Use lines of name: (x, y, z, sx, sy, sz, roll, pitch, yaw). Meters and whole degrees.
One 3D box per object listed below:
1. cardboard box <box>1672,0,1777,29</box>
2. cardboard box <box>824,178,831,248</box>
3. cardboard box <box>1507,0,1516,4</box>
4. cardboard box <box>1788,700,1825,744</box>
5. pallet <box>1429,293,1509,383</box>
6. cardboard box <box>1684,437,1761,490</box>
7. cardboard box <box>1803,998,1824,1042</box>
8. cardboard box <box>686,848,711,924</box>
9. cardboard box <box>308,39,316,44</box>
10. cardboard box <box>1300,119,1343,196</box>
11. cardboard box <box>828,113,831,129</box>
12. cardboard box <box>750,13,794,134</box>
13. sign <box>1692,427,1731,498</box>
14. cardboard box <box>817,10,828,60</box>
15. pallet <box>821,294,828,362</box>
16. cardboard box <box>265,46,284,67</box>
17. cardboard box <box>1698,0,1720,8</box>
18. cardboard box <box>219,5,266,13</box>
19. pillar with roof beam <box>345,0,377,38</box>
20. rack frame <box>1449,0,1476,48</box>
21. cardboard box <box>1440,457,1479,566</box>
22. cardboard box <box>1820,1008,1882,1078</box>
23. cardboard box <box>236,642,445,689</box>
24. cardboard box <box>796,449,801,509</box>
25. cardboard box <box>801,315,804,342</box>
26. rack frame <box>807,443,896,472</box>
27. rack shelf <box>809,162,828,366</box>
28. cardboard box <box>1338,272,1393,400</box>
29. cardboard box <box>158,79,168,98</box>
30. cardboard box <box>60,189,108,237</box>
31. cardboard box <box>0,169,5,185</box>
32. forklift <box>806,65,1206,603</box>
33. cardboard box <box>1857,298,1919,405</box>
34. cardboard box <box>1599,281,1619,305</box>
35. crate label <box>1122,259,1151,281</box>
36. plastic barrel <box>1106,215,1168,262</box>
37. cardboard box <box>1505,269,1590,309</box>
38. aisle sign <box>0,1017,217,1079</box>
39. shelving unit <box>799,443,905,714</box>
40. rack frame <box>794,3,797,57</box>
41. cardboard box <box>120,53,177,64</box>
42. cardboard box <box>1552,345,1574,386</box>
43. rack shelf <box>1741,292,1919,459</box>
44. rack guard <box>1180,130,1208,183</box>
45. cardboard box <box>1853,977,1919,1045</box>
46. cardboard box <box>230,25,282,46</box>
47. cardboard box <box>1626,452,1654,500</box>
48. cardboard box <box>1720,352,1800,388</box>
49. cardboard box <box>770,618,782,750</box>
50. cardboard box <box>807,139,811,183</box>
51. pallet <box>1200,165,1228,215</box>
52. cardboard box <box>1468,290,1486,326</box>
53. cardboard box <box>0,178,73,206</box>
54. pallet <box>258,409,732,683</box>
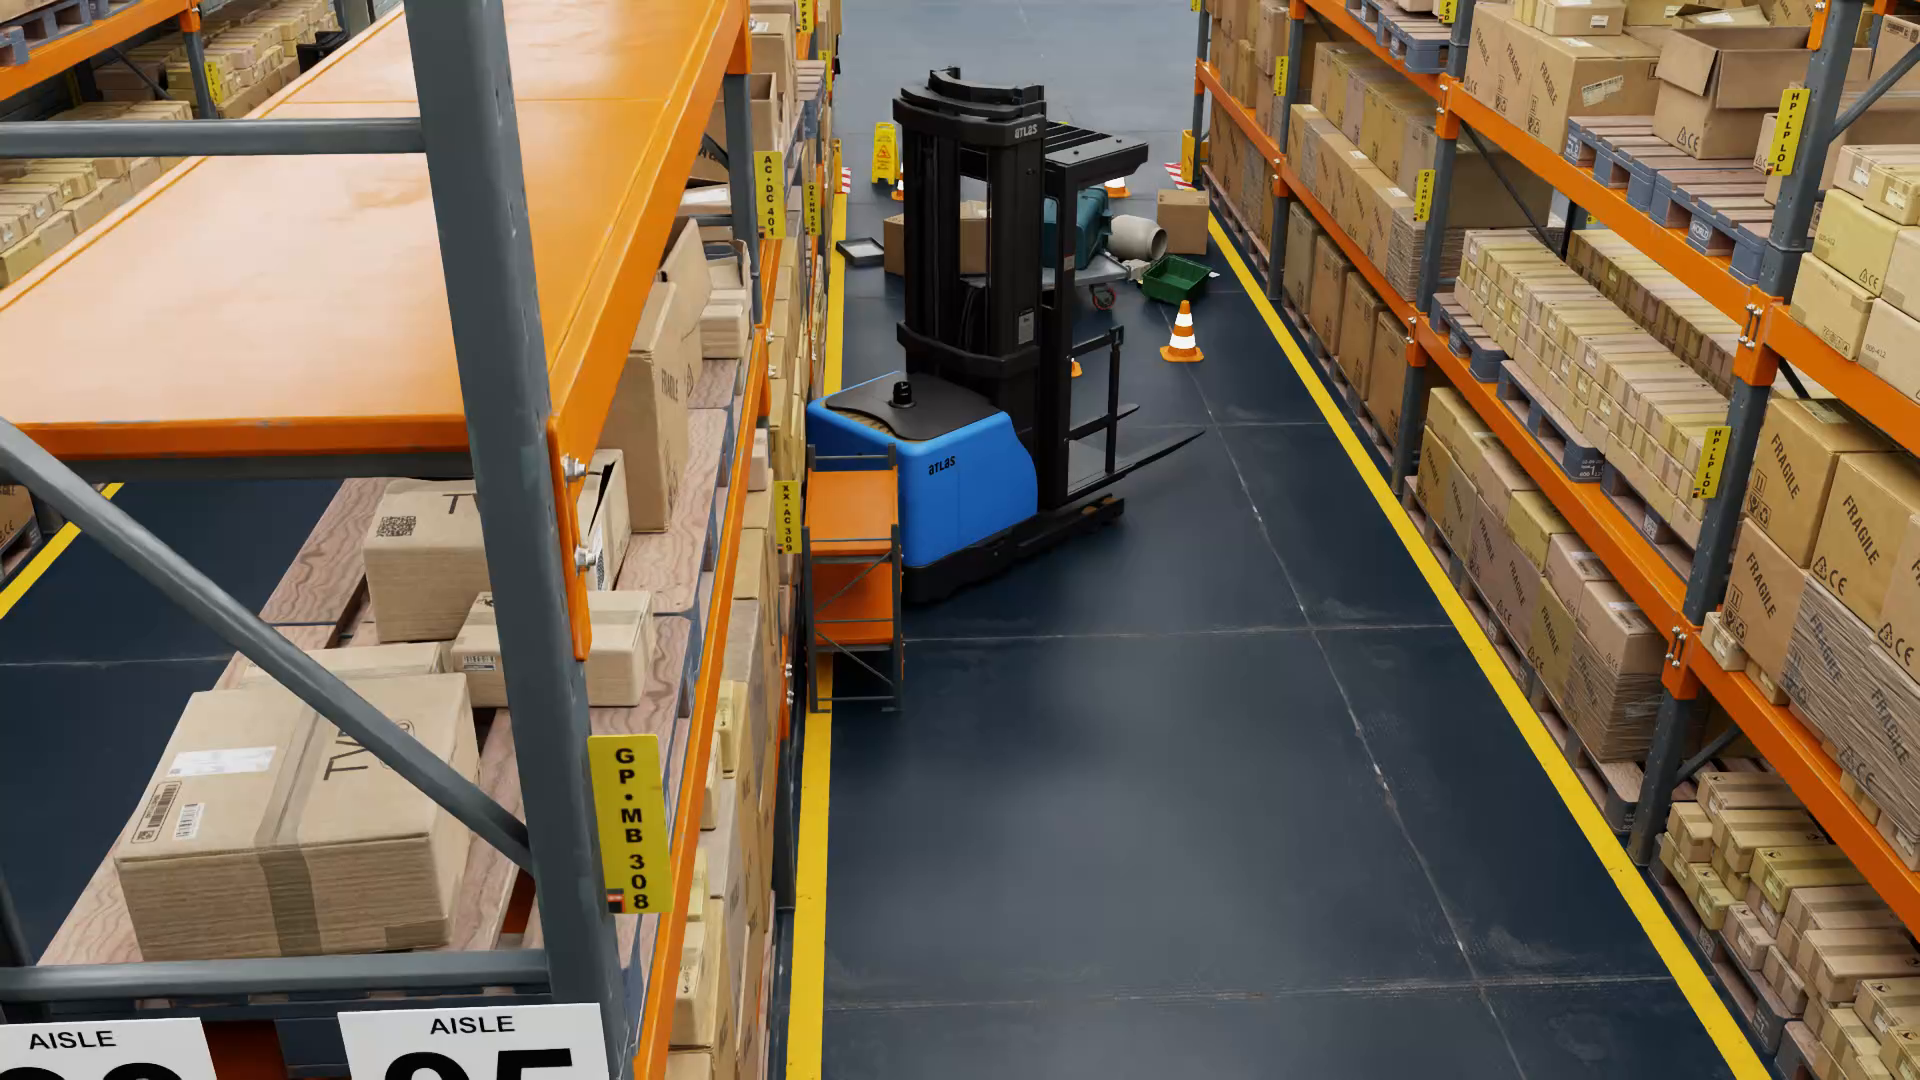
cardboard box: (3.846, -2.610, 8.394, 0.396, 0.266, 0.258, -1, 28, -3)
cardboard box: (-1.430, -2.930, 14.895, 0.500, 0.500, 0.500, 0, 28, 0)
cardboard box: (3.620, -3.278, 10.319, 0.380, 0.149, 0.250, -2, 28, -5)
cardboard box: (3.529, 0.666, 6.563, 0.380, 0.149, 0.250, -3, 28, -5)
pallet: (3.621, -1.259, 10.190, 1.213, 0.211, 1.003, -1, 28, -3)
cardboard box: (3.471, -0.343, 7.400, 0.380, 0.149, 0.250, 0, 28, 0)
cardboard box: (3.576, 1.906, 6.543, 0.380, 0.149, 0.250, -3, 28, -5)
cardboard box: (-0.800, 0.881, 3.989, 0.380, 0.149, 0.250, -2, 28, -4)
cardboard box: (-6.529, -4.661, 16.397, 0.500, 0.500, 0.500, -1, 28, -1)
cardboard box: (3.055, -3.080, 13.365, 0.500, 0.500, 0.500, -1, 28, -2)
cardboard box: (-1.479, -4.138, 16.510, 0.380, 0.149, 0.250, -1, 28, -2)
cardboard box: (-1.079, -2.258, 8.092, 0.500, 0.500, 0.500, -1, 28, -2)
sign: (3.133, -0.322, 6.933, 0.100, 0.325, 0.005, -1, 28, -3)
cardboard box: (-1.475, -4.180, 14.071, 0.700, 0.500, 0.500, -2, 28, -3)
pallet: (-1.627, -1.756, 13.950, 1.003, 0.211, 1.213, -1, 28, -3)
cardboard box: (-6.441, -4.430, 15.253, 0.380, 0.149, 0.250, -2, 28, -4)
cardboard box: (7.794, -5.566, 16.730, 0.500, 0.500, 0.500, -1, 28, -3)
cardboard box: (-7.023, -5.138, 16.288, 0.380, 0.149, 0.250, -1, 28, -2)
pillar with roof beam: (-3.712, -10.269, 20.770, 9.100, 9.000, 0.400, -1, 28, -3)
rack frame: (3.478, -4.331, 9.384, 1.000, 3.000, 0.127, -1, 28, -3)
cardboard box: (3.290, -0.184, 10.170, 0.500, 0.500, 0.500, -1, 28, -2)
cardboard box: (3.490, 1.894, 6.243, 0.380, 0.149, 0.250, -2, 28, -3)
cardboard box: (-1.258, 0.344, 3.376, 0.380, 0.149, 0.250, -3, 28, -7)
cardboard box: (-1.050, -0.276, 8.260, 0.500, 0.250, 0.500, -2, 28, -3)
cardboard box: (-1.151, -1.205, 9.501, 0.500, 0.250, 0.500, -2, 28, -4)
rack frame: (-0.614, -0.041, 9.674, 0.500, 1.125, 0.032, -1, 28, -3)
rack shelf: (-1.565, -2.109, 12.390, 1.077, 0.370, 4.000, -1, 28, -3)
cardboard box: (3.487, -1.546, 12.512, 1.050, 0.750, 0.750, -1, 28, -2)
cardboard box: (-6.947, -3.819, 14.082, 0.380, 0.149, 0.250, -2, 28, -4)
cardboard box: (-6.230, -2.222, 11.451, 0.500, 0.250, 0.500, -2, 28, -4)
cardboard box: (-6.829, -2.447, 11.450, 0.380, 0.149, 0.250, -2, 28, -3)
forklift: (0.446, -1.505, 10.527, 3.031, 2.935, 1.130, -25, 36, -39)
cardboard box: (3.483, -0.636, 5.706, 0.500, 0.250, 0.500, -2, 28, -3)
cardboard box: (3.990, -1.416, 9.778, 0.380, 0.149, 0.250, -1, 28, -1)
crate label: (1.634, -2.519, 15.493, 0.298, 0.136, 0.250, -23, 35, -37)
plastic barrel: (1.678, -2.862, 15.843, 0.512, 0.421, 0.421, 19, 33, 32)
cardboard box: (3.347, -1.431, 9.487, 0.380, 0.149, 0.250, -3, 28, -5)
aisle sign: (-1.348, 1.078, 2.690, 0.394, 0.787, 0.004, -1, 28, -3)
shelving unit: (-0.588, 0.194, 9.224, 0.538, 1.125, 1.048, -1, 28, -3)
rack frame: (-1.460, -4.164, 9.066, 1.000, 3.000, 0.127, -1, 28, -3)
cardboard box: (-6.943, -4.073, 14.246, 0.380, 0.149, 0.250, -2, 28, -3)
cardboard box: (3.389, -0.930, 8.848, 0.380, 0.149, 0.250, 0, 28, -1)
rack shelf: (3.791, 0.089, 4.932, 1.077, 0.370, 4.000, -1, 28, -3)
rack guard: (3.059, -4.268, 18.455, 1.175, 0.500, 0.348, -1, 28, -3)
cardboard box: (3.580, 1.762, 6.175, 0.380, 0.149, 0.250, -2, 28, -5)
cardboard box: (-6.520, -4.673, 15.396, 0.380, 0.149, 0.250, -1, 28, -2)
cardboard box: (3.443, -0.312, 7.984, 0.380, 0.149, 0.250, -1, 28, -3)
cardboard box: (4.069, -0.836, 8.345, 0.380, 0.149, 0.250, -2, 28, -3)
cardboard box: (-0.972, 0.506, 6.489, 0.500, 0.500, 0.500, -1, 28, -2)
cardboard box: (-1.340, -2.797, 12.047, 0.500, 0.500, 0.500, -2, 28, -5)
pallet: (3.180, -3.761, 17.796, 1.003, 0.211, 1.213, -1, 28, -3)
cardboard box: (3.313, -1.410, 10.090, 0.380, 0.149, 0.250, 0, 28, 0)
cardboard box: (-6.263, -2.346, 11.257, 0.380, 0.149, 0.250, -1, 28, -2)
pallet: (-1.158, -0.008, 4.436, 1.003, 0.211, 1.213, -1, 28, -3)
